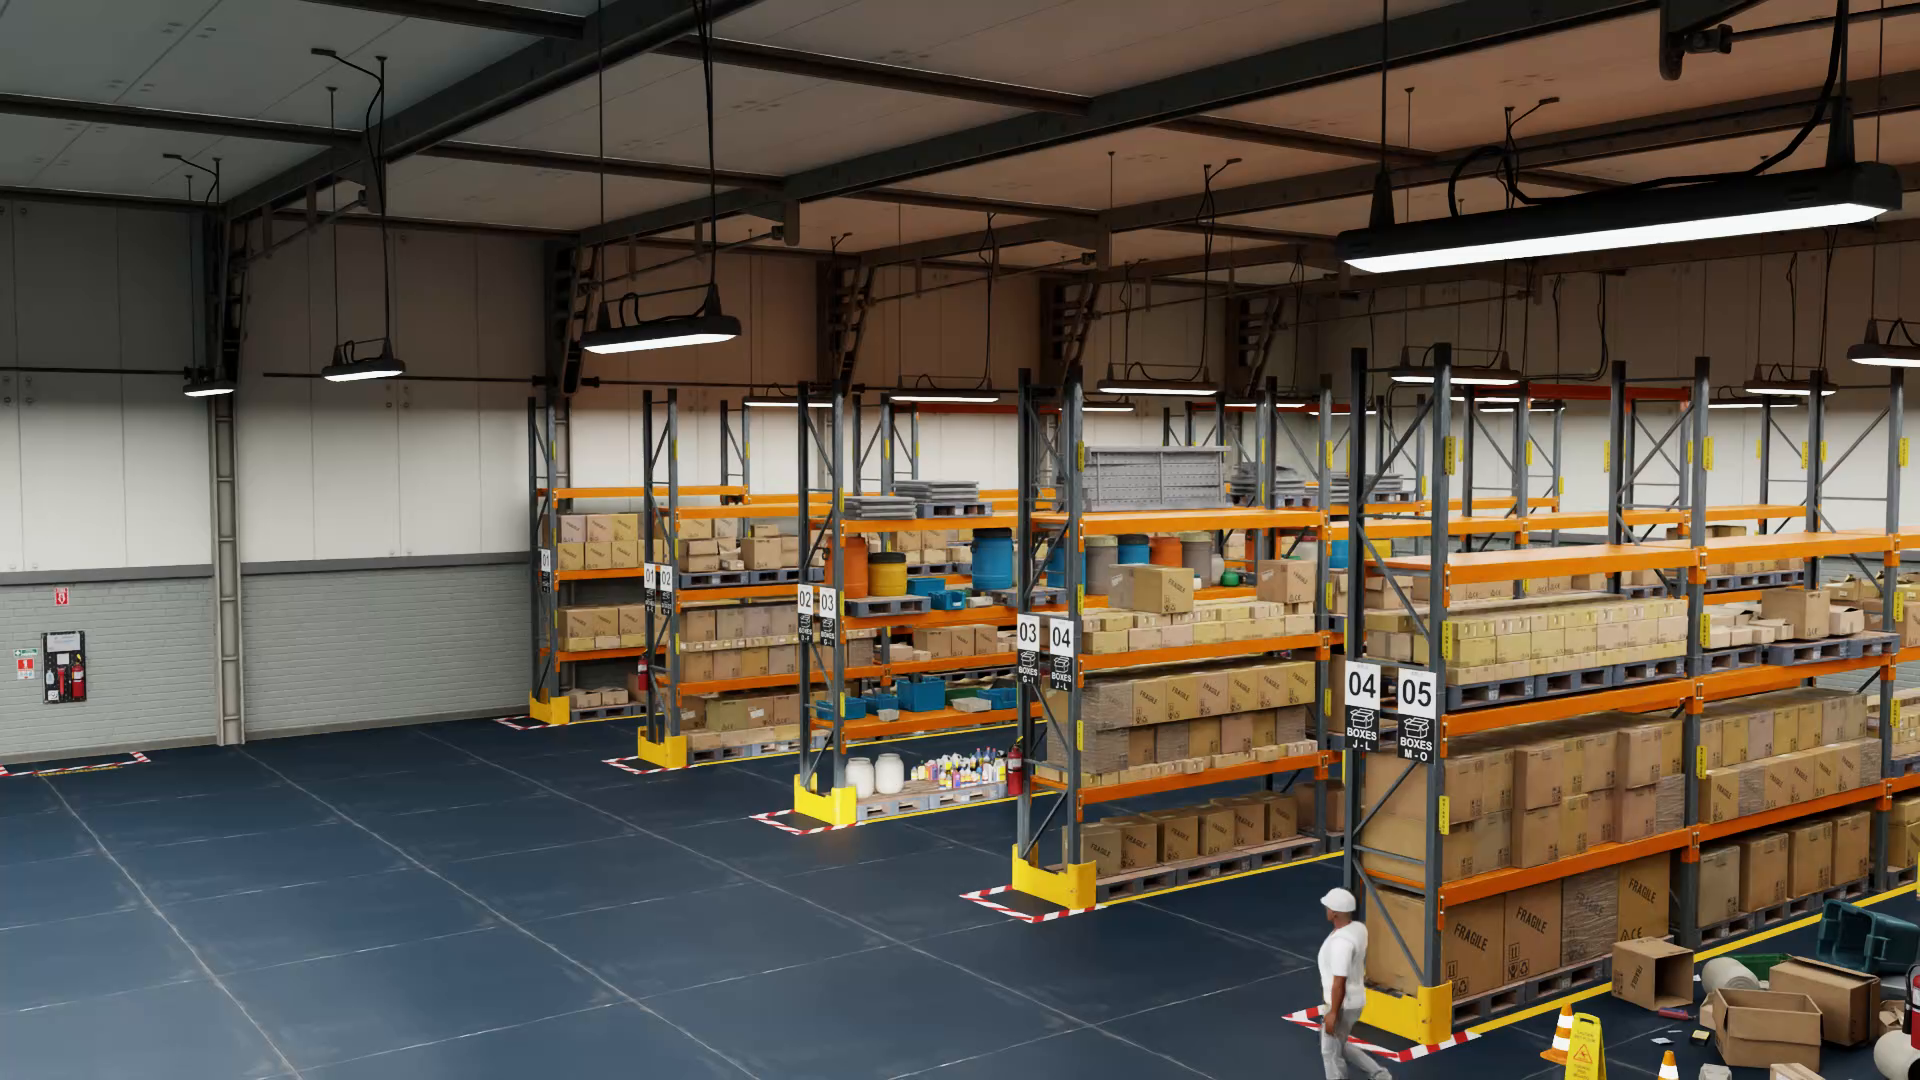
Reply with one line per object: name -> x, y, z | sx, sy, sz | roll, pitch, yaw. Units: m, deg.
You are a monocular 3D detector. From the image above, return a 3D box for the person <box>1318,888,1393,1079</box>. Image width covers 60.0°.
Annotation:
person -> 2.979, 3.521, 12.660 | 0.653, 1.754, 0.563 | 1, 3, 11
